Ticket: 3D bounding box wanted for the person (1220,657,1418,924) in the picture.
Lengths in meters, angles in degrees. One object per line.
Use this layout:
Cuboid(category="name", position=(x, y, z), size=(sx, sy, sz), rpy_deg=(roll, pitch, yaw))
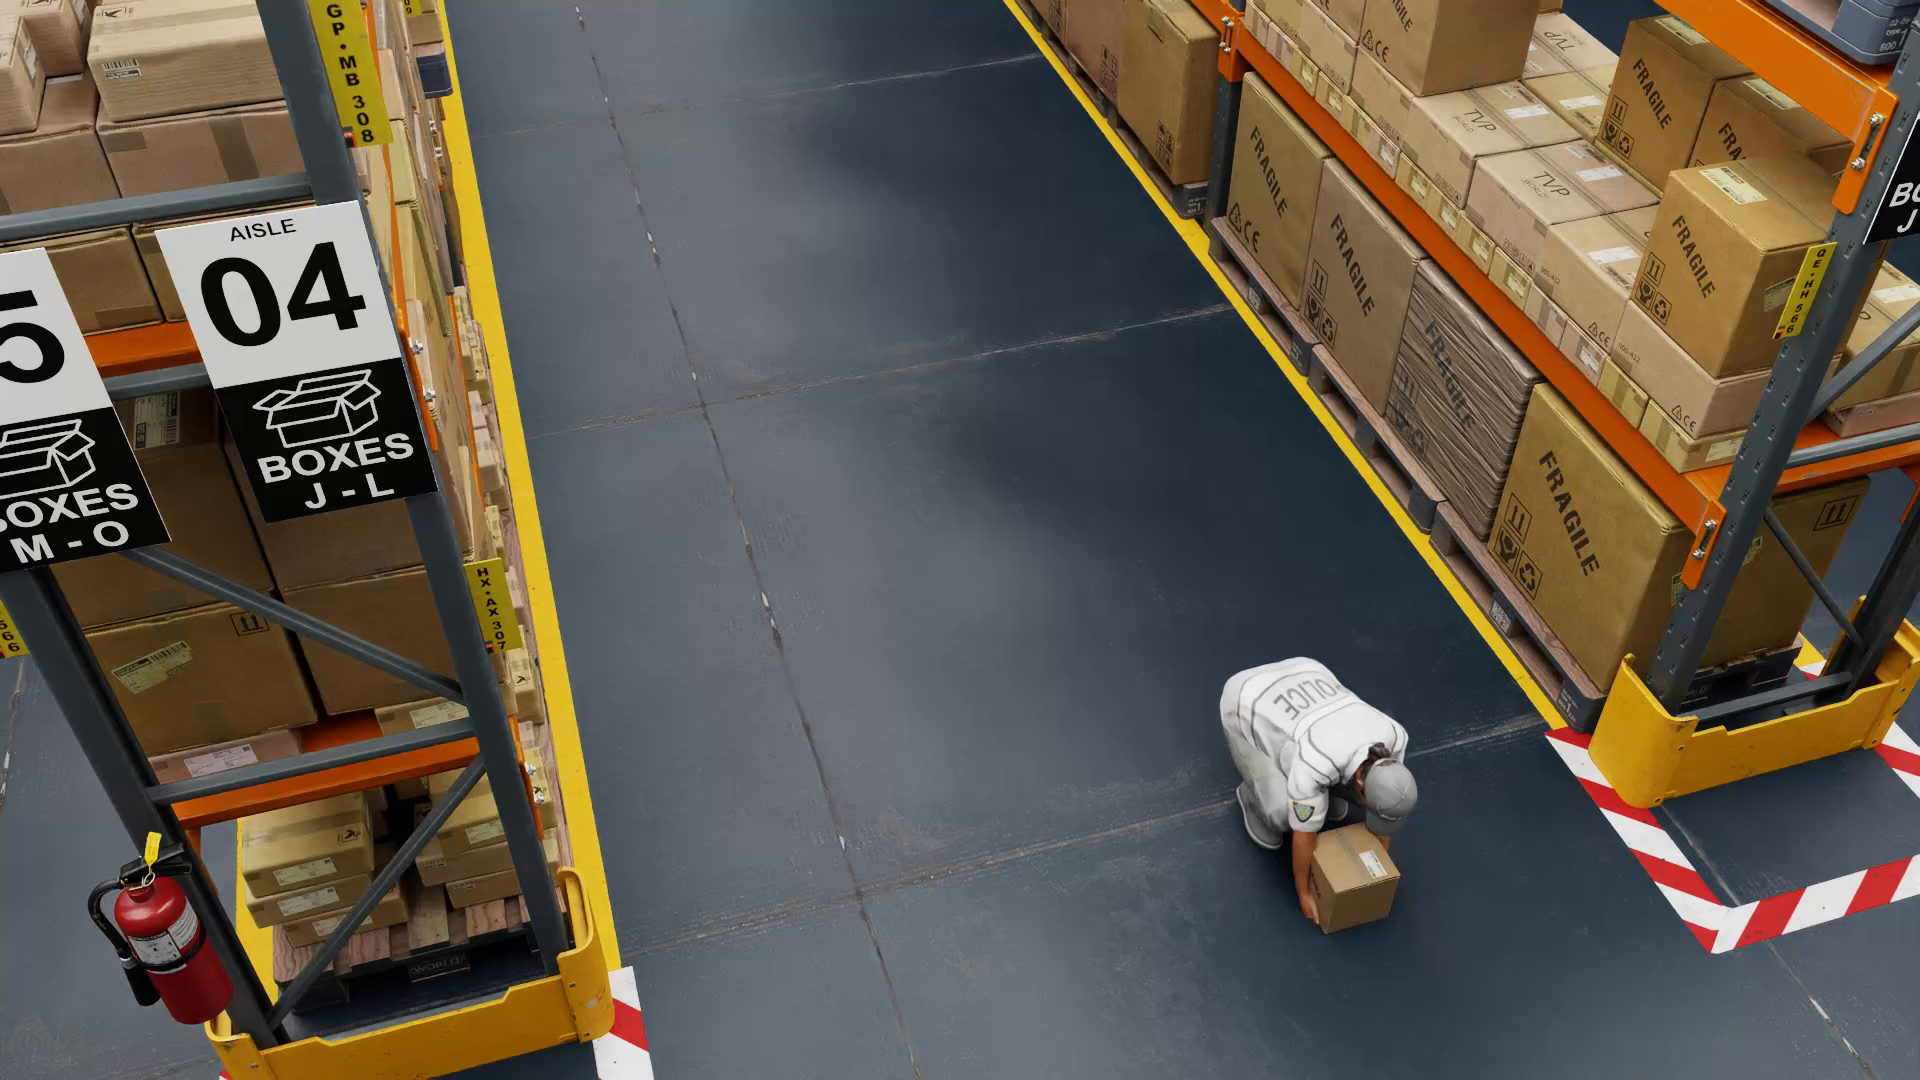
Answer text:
Cuboid(category="person", position=(1.288, 0.845, 5.966), size=(0.519, 0.808, 0.869), rpy_deg=(-12, 44, -13))
